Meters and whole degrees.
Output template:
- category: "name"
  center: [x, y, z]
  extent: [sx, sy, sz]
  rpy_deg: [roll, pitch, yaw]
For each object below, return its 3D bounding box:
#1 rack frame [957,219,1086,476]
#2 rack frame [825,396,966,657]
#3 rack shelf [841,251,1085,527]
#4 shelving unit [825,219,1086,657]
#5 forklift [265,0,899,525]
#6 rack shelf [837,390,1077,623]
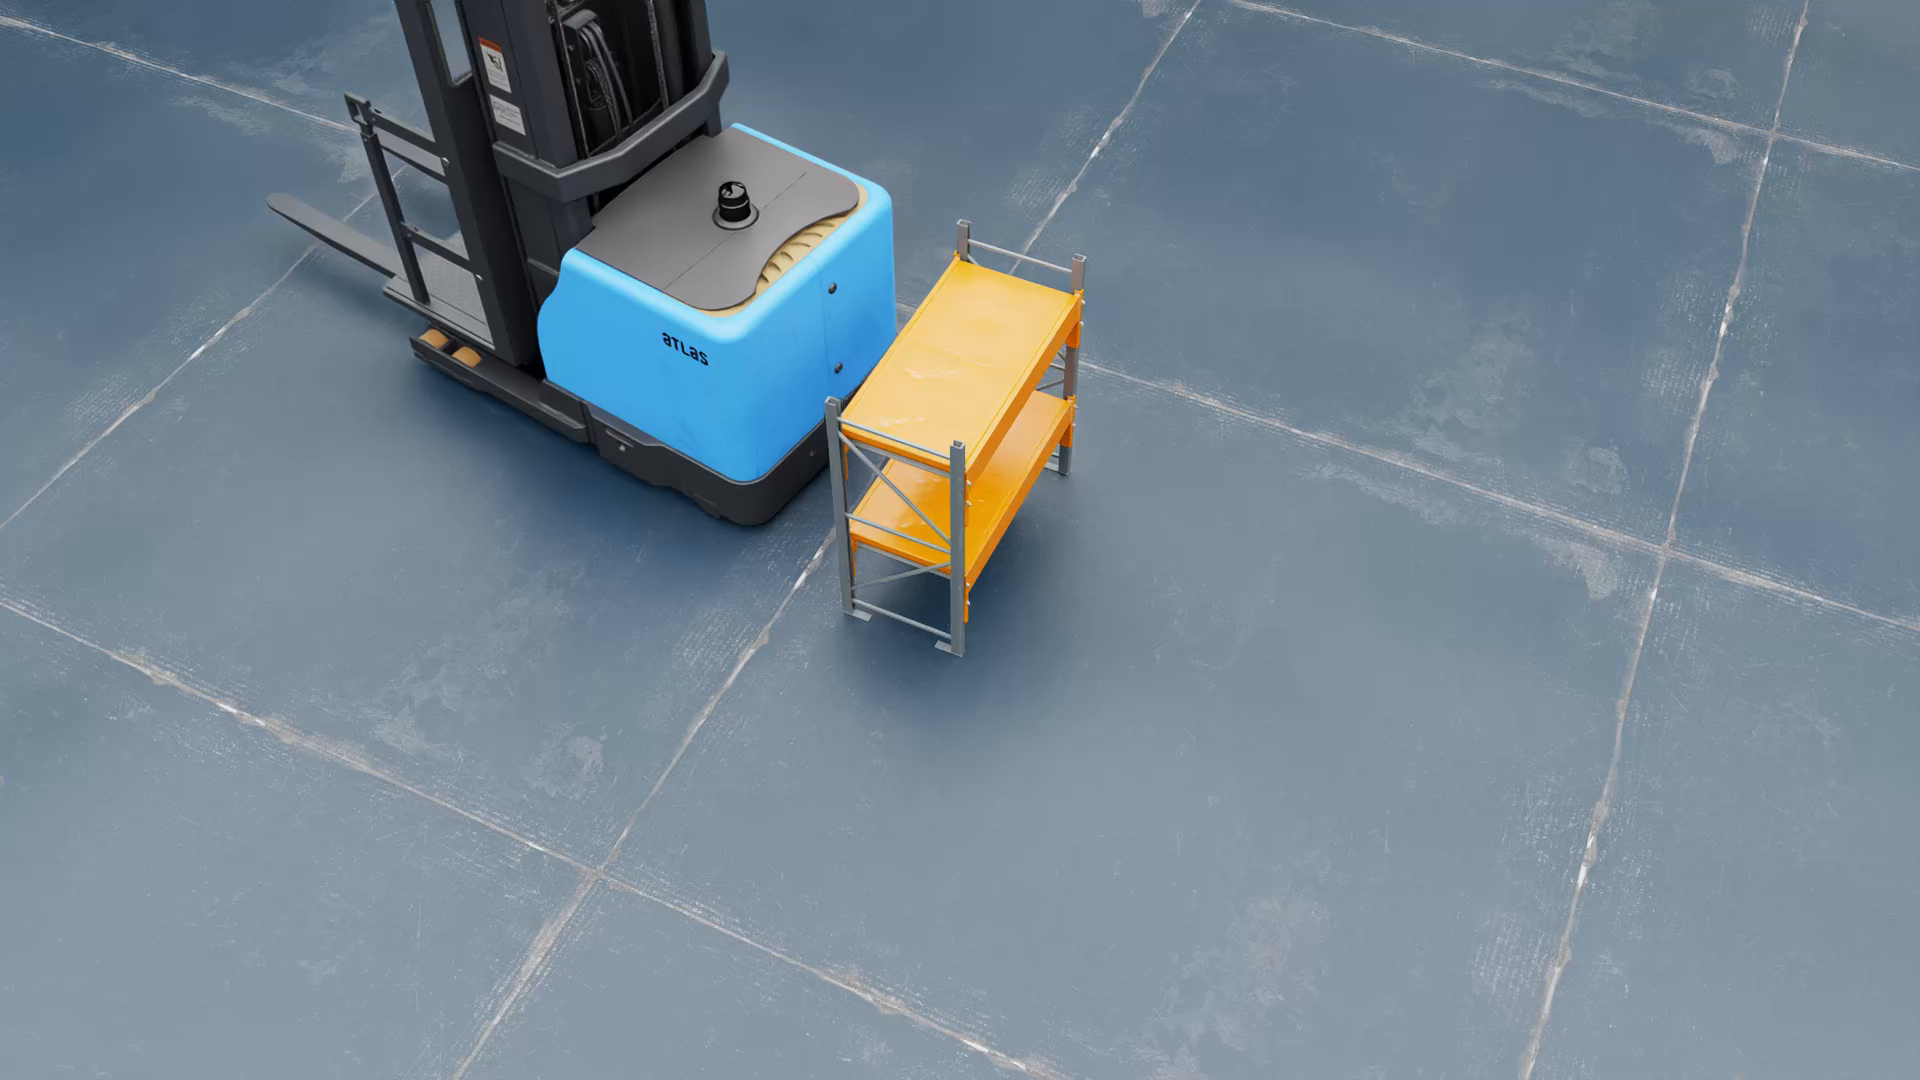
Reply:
- category: "rack frame"
  center: [0.220, -0.719, 6.439]
  extent: [0.500, 1.125, 0.032]
  rpy_deg: [20, 52, 16]
- category: "rack frame"
  center: [-0.214, -0.019, 5.843]
  extent: [0.500, 1.125, 0.032]
  rpy_deg: [20, 52, 16]
- category: "rack shelf"
  center: [0.003, -0.559, 5.918]
  extent: [0.538, 0.278, 1.000]
  rpy_deg: [20, 52, 16]
- category: "shelving unit"
  center: [0.003, -0.369, 6.141]
  extent: [0.538, 1.125, 1.048]
  rpy_deg: [20, 52, 16]
- category: "forklift"
  center: [-1.745, -1.913, 6.269]
  extent: [3.031, 2.935, 1.130]
  rpy_deg: [28, 55, 22]
- category: "rack shelf"
  center: [0.003, -0.211, 6.327]
  extent: [0.538, 0.278, 1.000]
  rpy_deg: [20, 52, 16]
